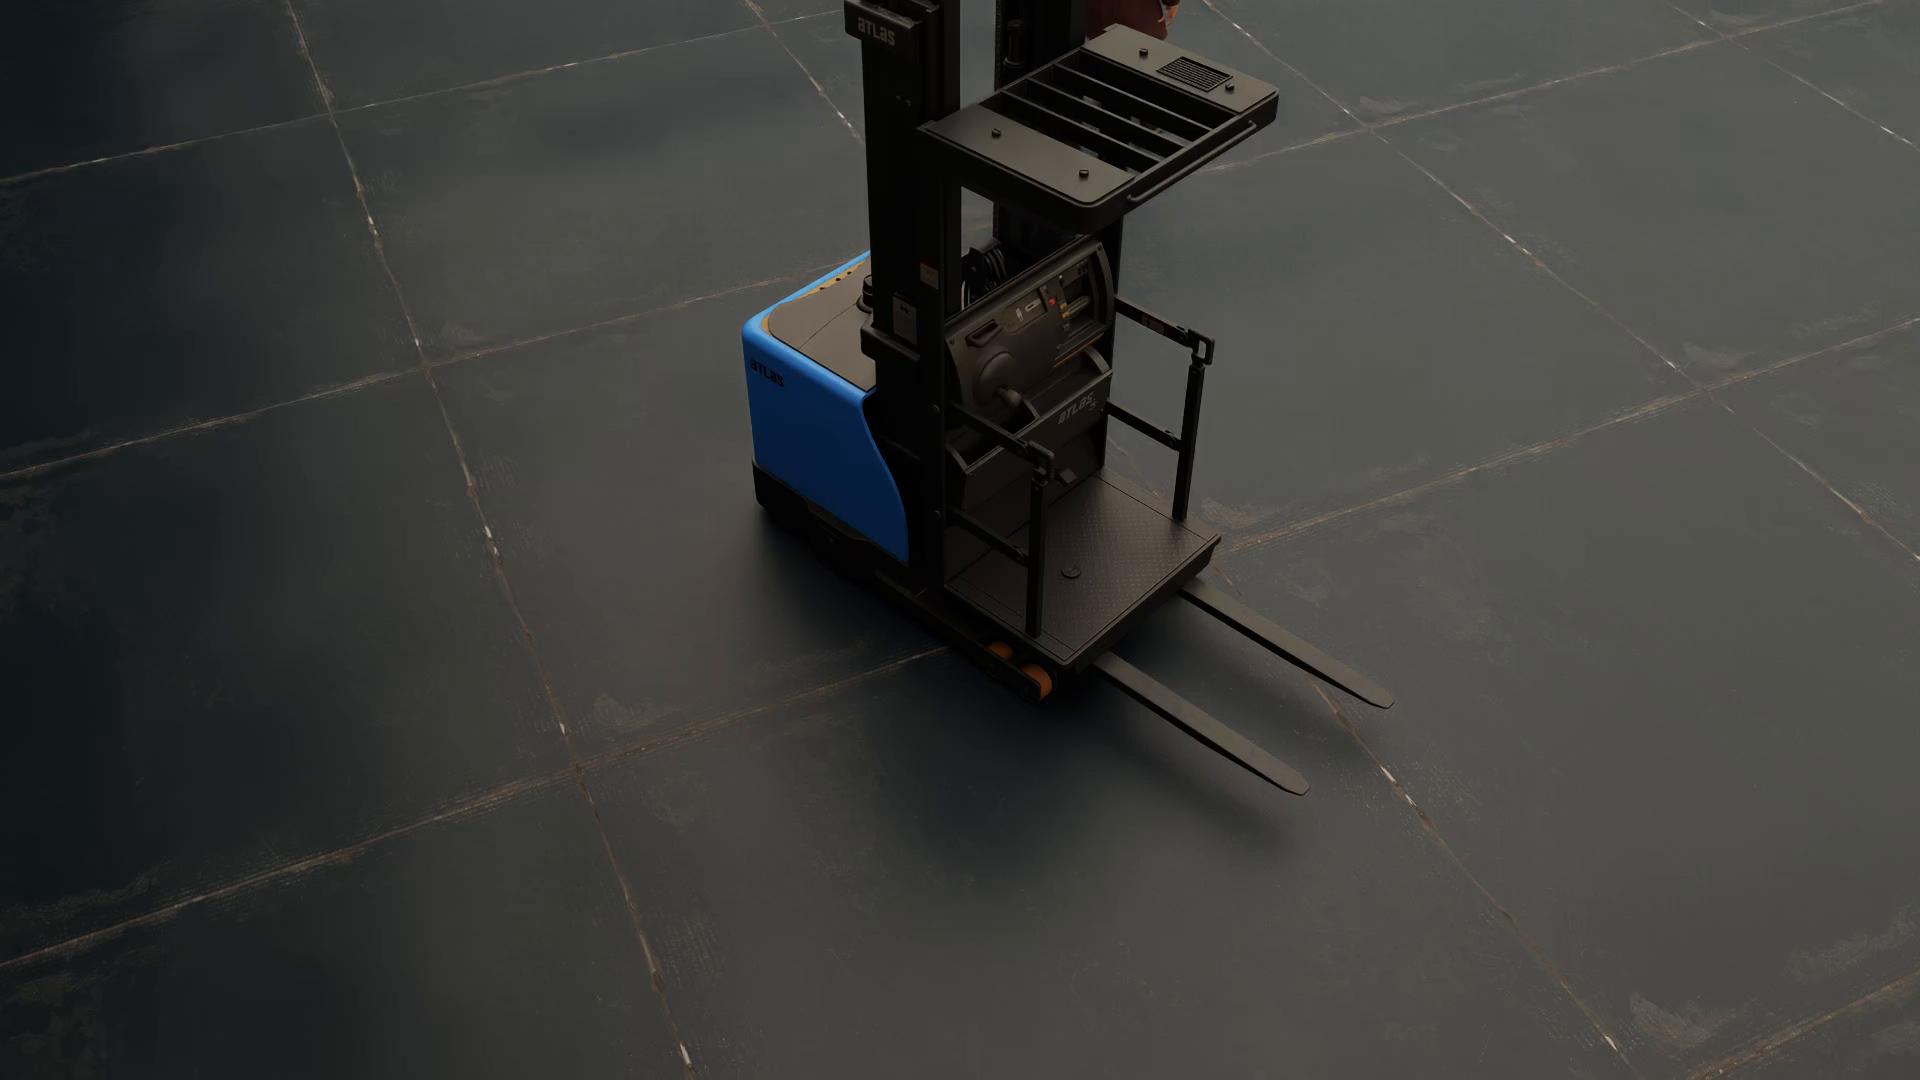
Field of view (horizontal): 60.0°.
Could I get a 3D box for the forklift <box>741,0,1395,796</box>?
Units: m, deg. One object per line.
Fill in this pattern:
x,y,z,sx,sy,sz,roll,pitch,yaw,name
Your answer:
0.445,-0.788,6.525,3.031,2.935,1.130,32,52,30,forklift

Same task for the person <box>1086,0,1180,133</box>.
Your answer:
1.007,-3.274,10.024,0.694,1.776,0.581,14,45,15,person
